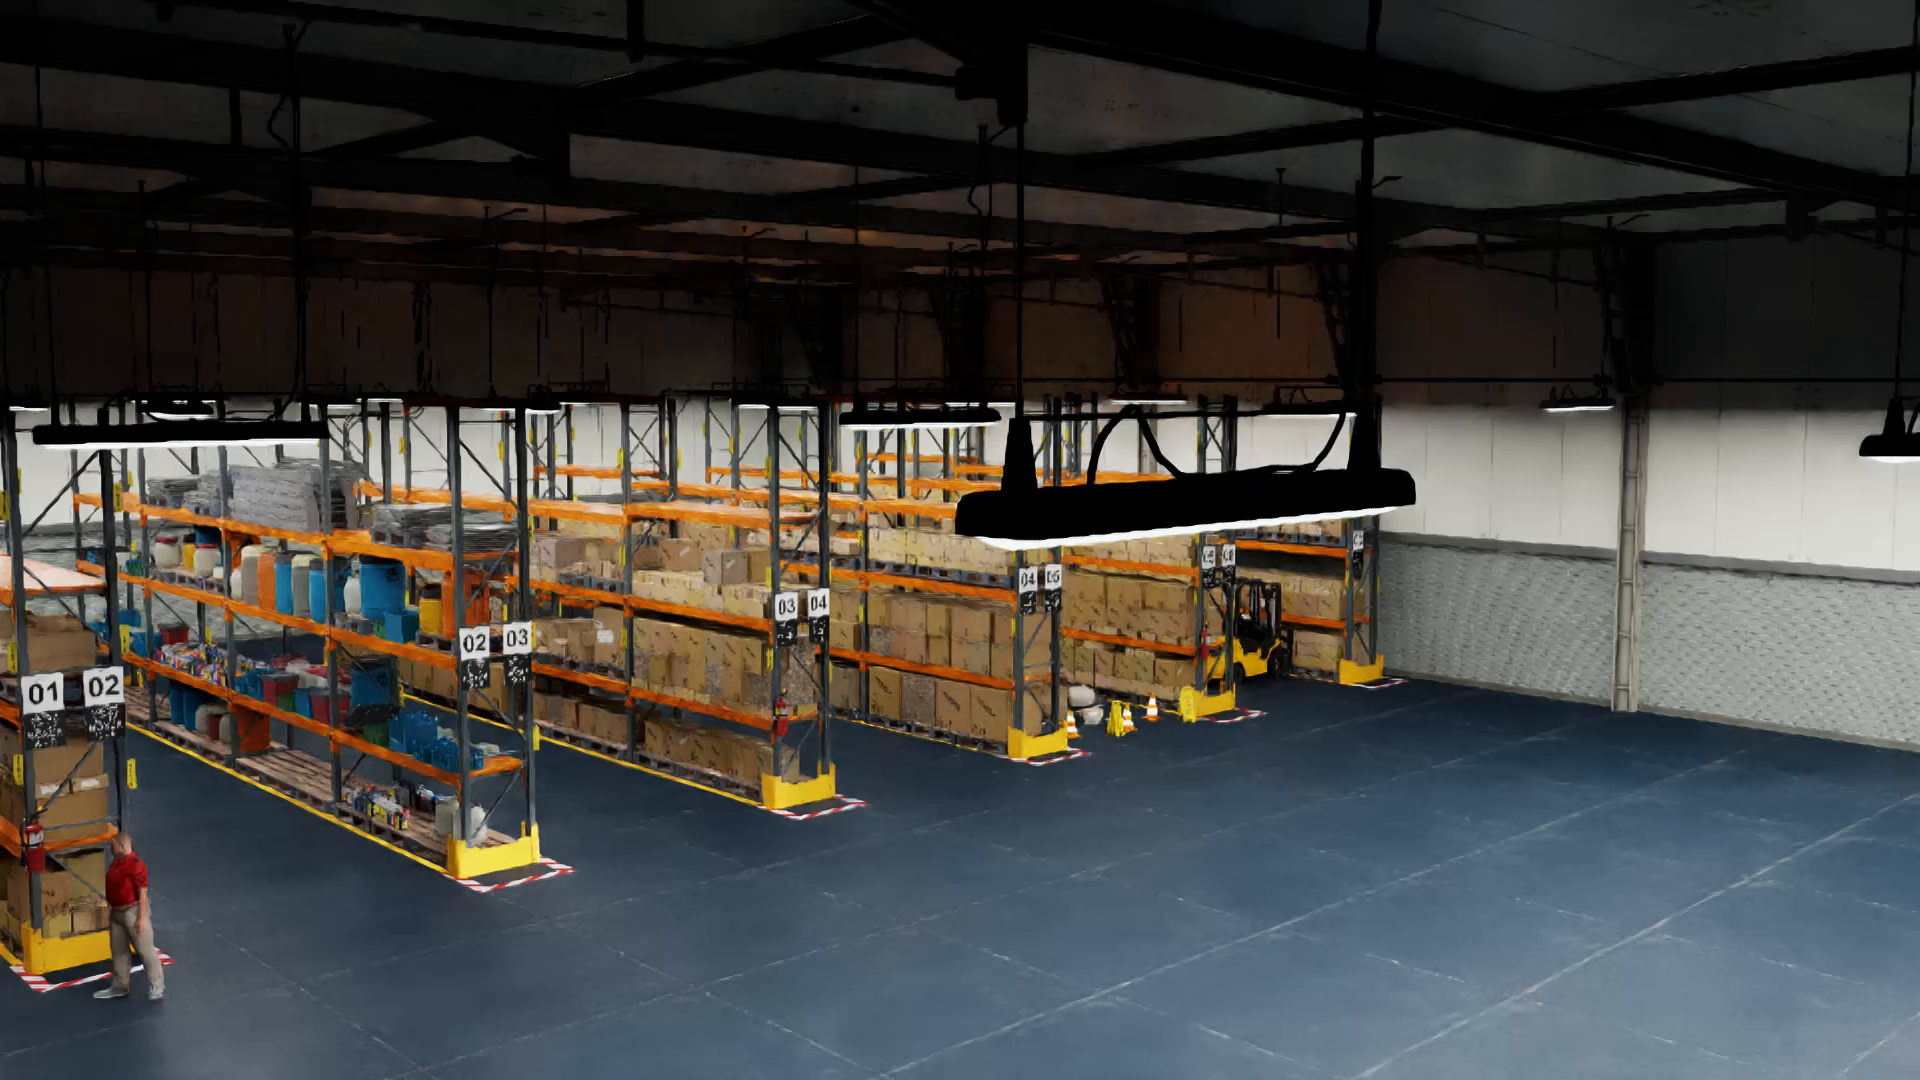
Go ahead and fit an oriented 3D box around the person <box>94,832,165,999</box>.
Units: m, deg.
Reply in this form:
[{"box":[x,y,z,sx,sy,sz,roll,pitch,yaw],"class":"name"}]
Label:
[{"box":[-8.484,3.827,16.993,0.655,1.724,0.533,4,7,34],"class":"person"}]
